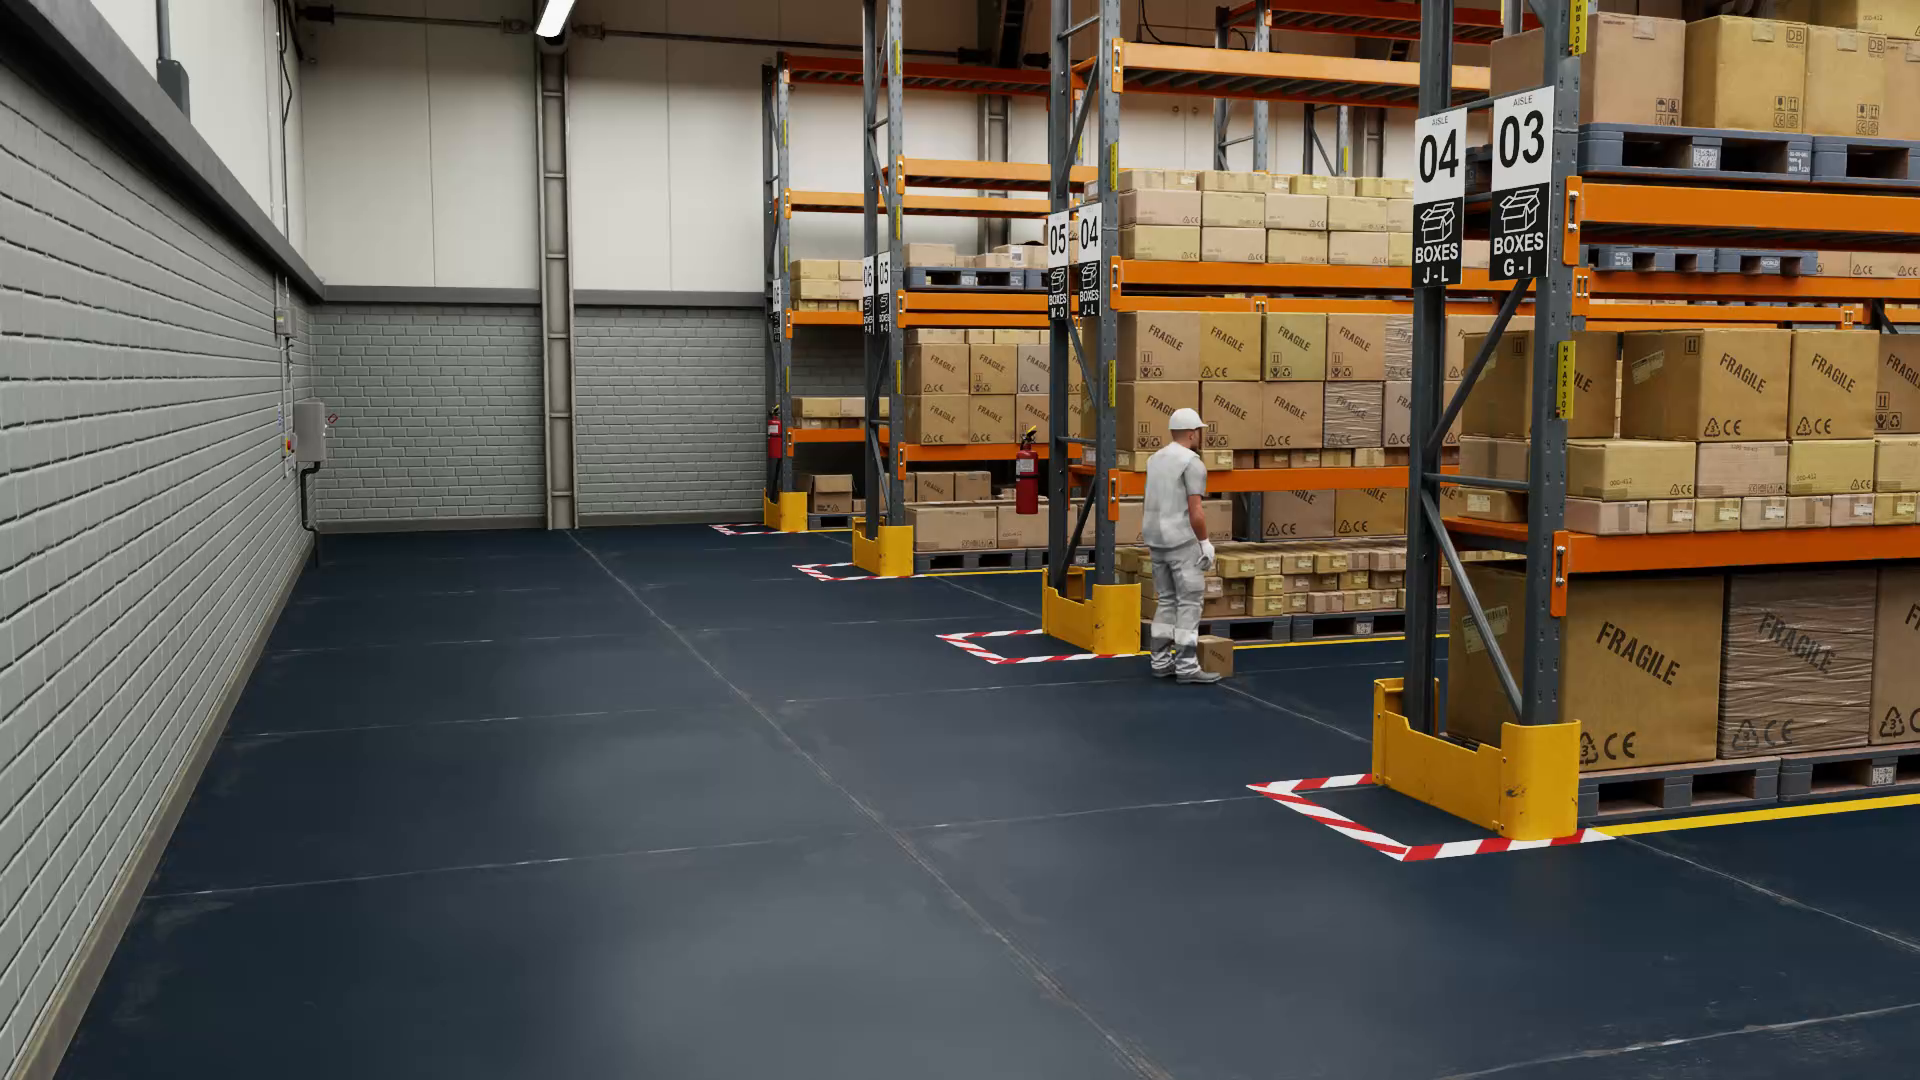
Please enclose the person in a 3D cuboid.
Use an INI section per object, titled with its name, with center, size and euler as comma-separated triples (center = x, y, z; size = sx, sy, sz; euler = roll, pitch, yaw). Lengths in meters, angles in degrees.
[person]
center = 1.433, 0.030, 10.885
size = 0.445, 1.781, 0.621
euler = -3, 6, -28
